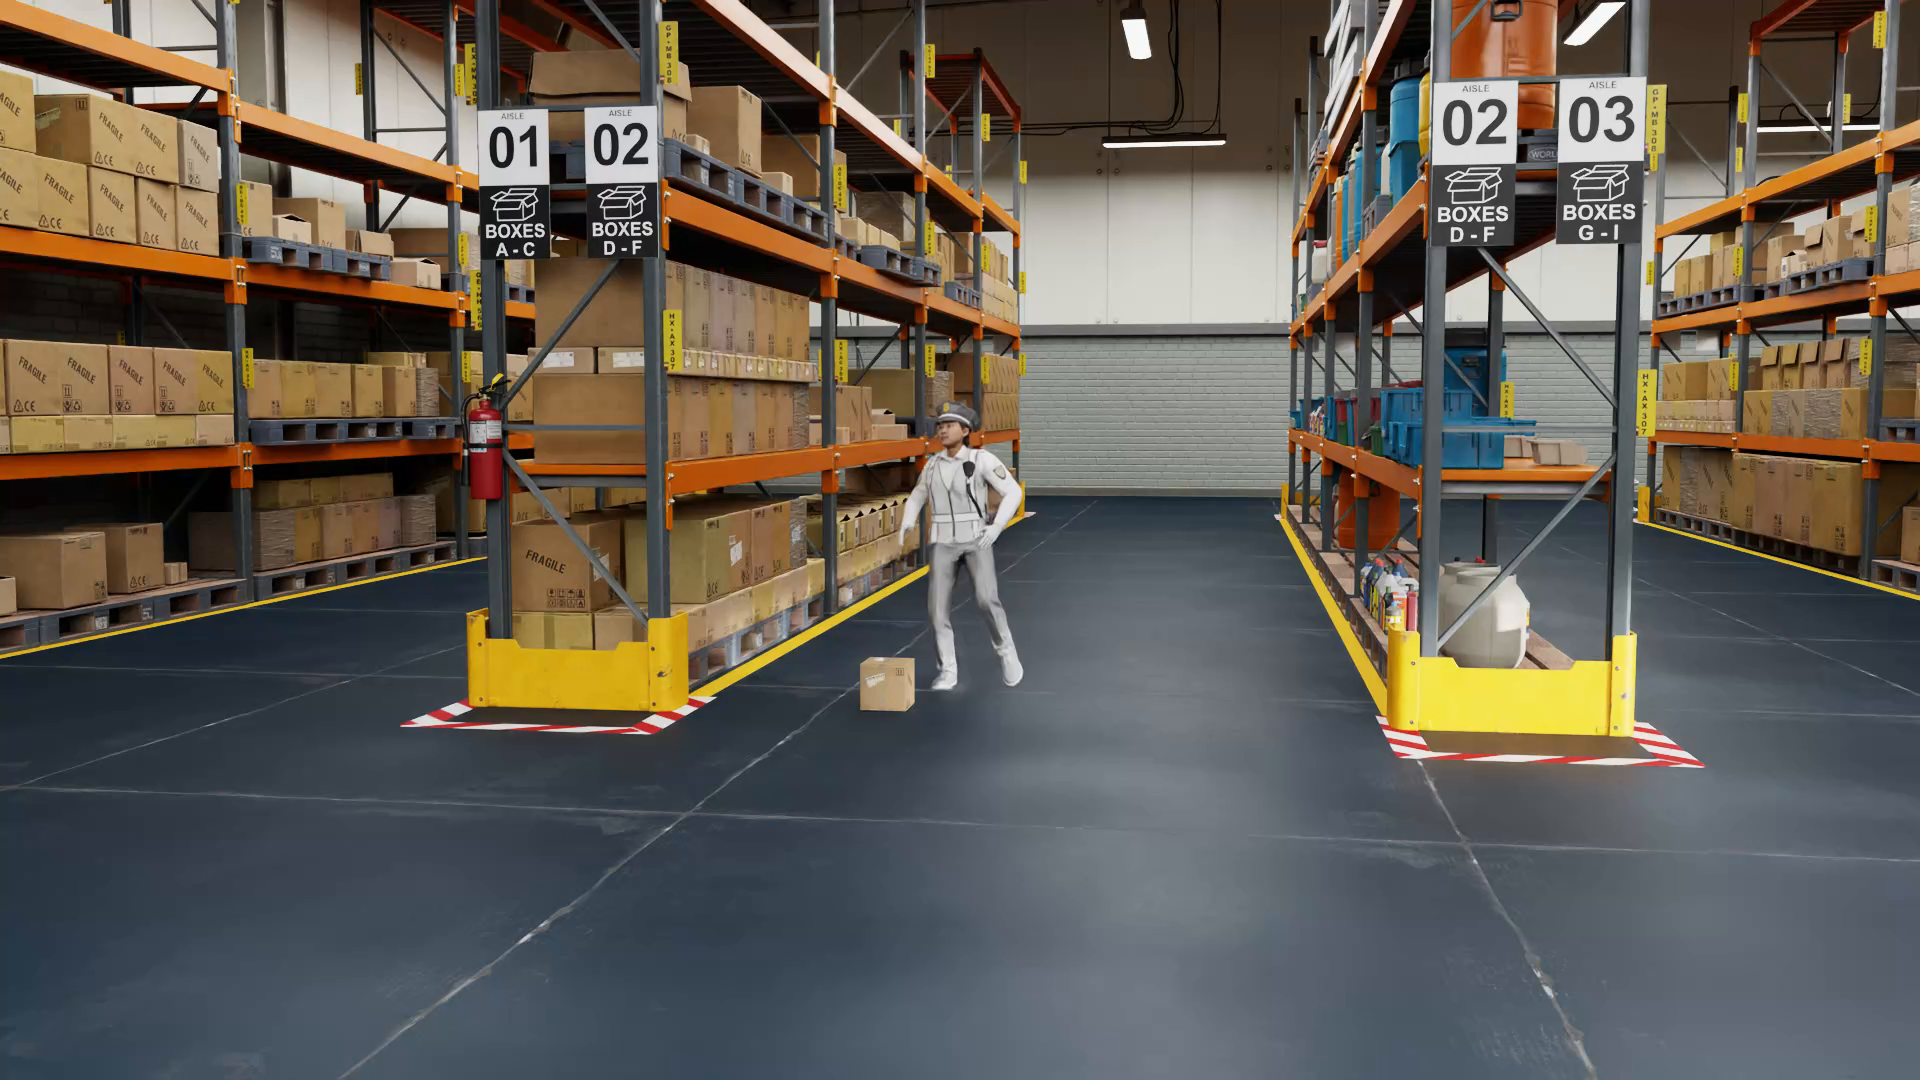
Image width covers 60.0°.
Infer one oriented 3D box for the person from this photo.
[{"bbox_3d":[-0.003,0.046,9.426,0.739,1.660,0.520,1,5,14],"label":"person"}]
